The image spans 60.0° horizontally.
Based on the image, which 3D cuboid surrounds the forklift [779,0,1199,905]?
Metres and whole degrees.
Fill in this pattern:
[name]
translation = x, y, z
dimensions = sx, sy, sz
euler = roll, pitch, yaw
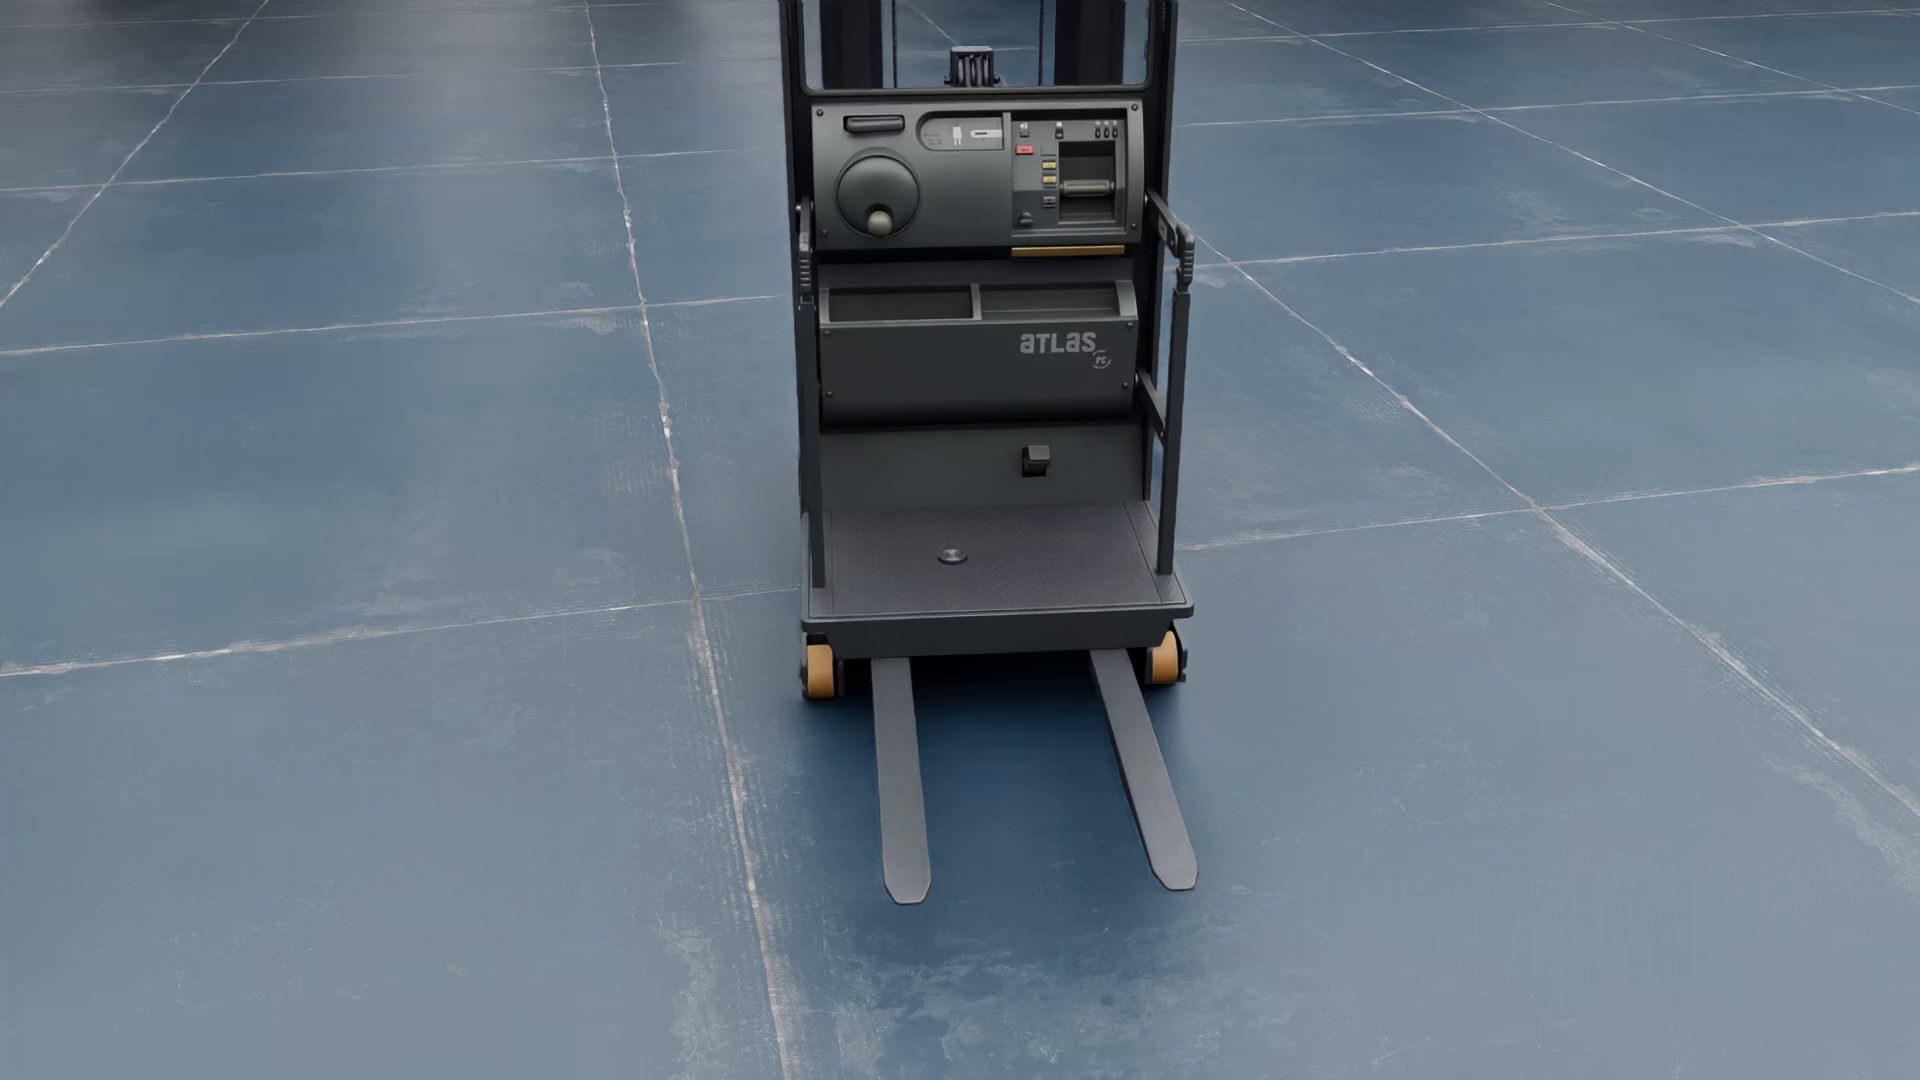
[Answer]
[forklift]
translation = 0.072, -1.000, 4.478
dimensions = 1.130, 2.935, 3.031
euler = -2, 27, -4
